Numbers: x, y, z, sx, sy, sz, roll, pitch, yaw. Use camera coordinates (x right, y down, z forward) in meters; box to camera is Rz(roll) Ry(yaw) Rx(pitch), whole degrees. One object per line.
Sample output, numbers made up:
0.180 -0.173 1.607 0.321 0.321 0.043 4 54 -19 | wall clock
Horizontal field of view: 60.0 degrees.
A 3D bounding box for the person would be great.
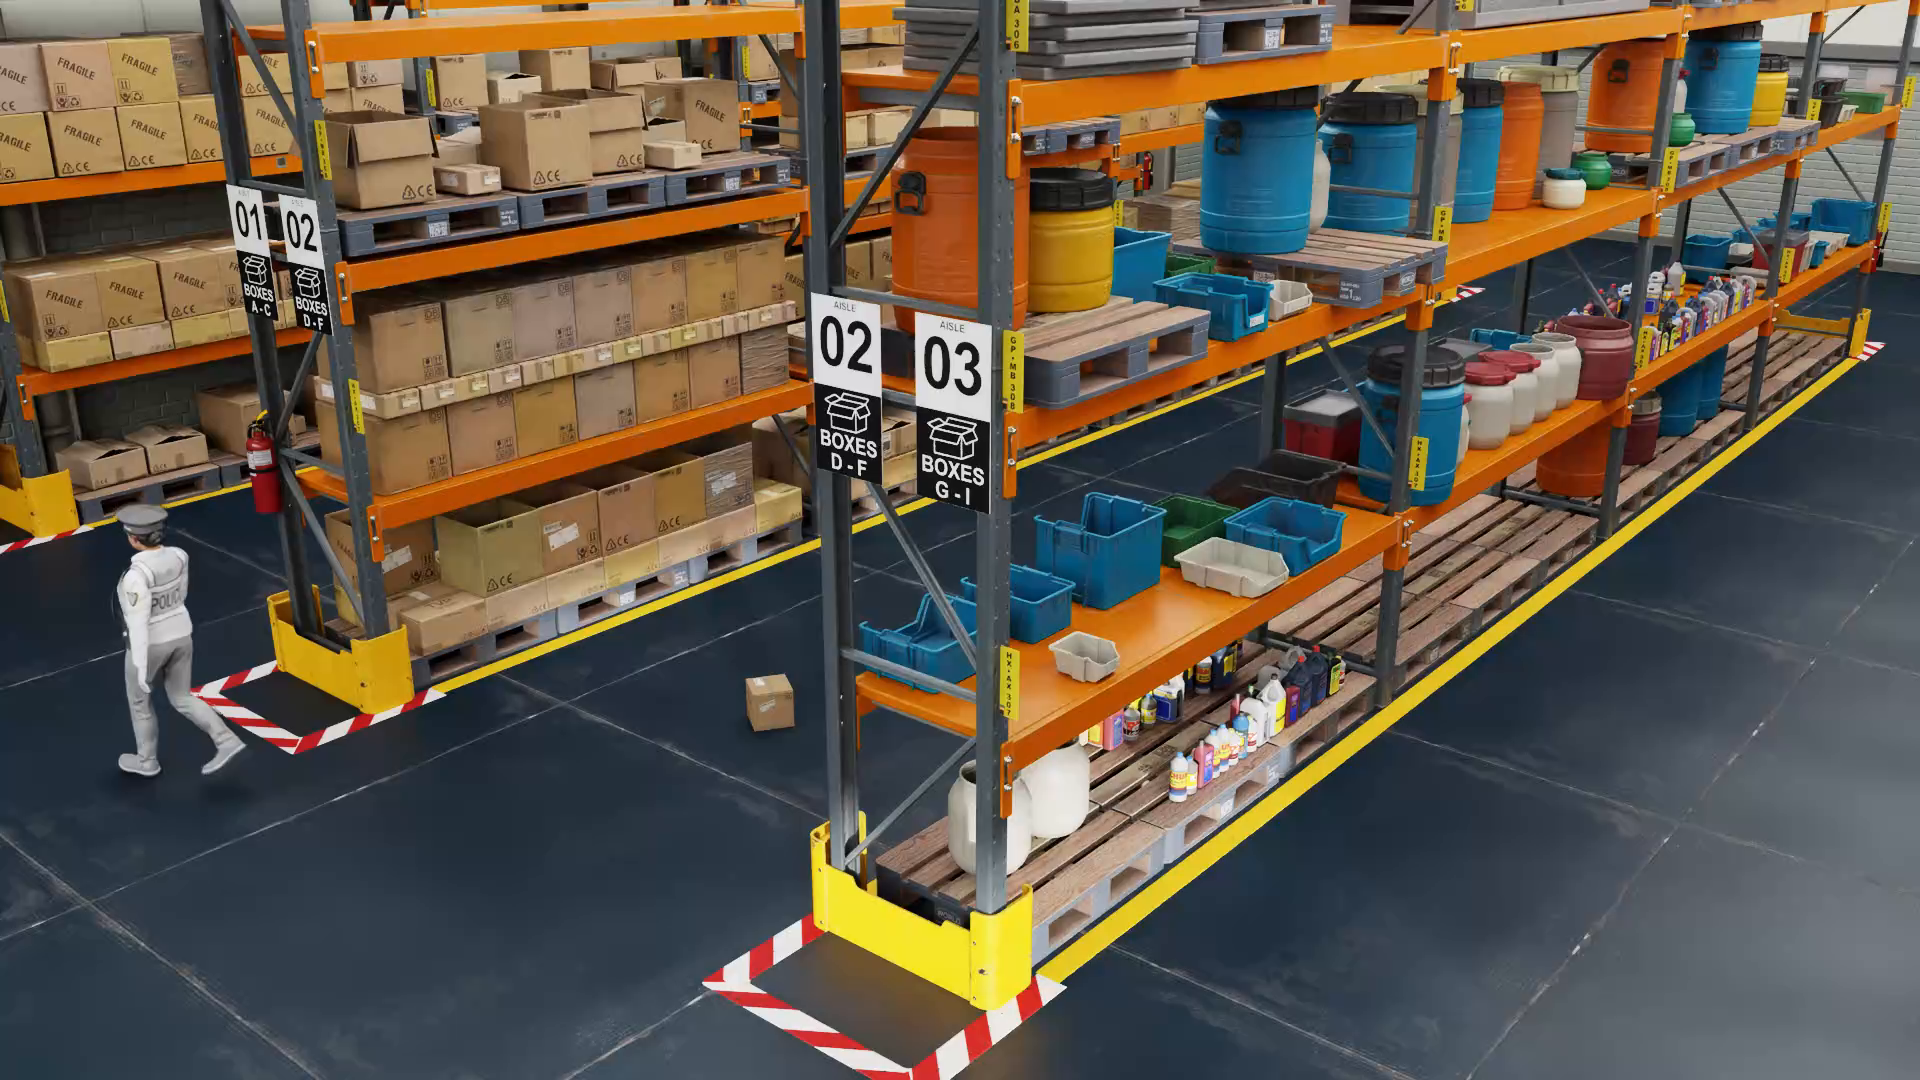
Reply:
-4.537 0.600 9.457 0.825 1.627 0.519 9 22 23 | person
